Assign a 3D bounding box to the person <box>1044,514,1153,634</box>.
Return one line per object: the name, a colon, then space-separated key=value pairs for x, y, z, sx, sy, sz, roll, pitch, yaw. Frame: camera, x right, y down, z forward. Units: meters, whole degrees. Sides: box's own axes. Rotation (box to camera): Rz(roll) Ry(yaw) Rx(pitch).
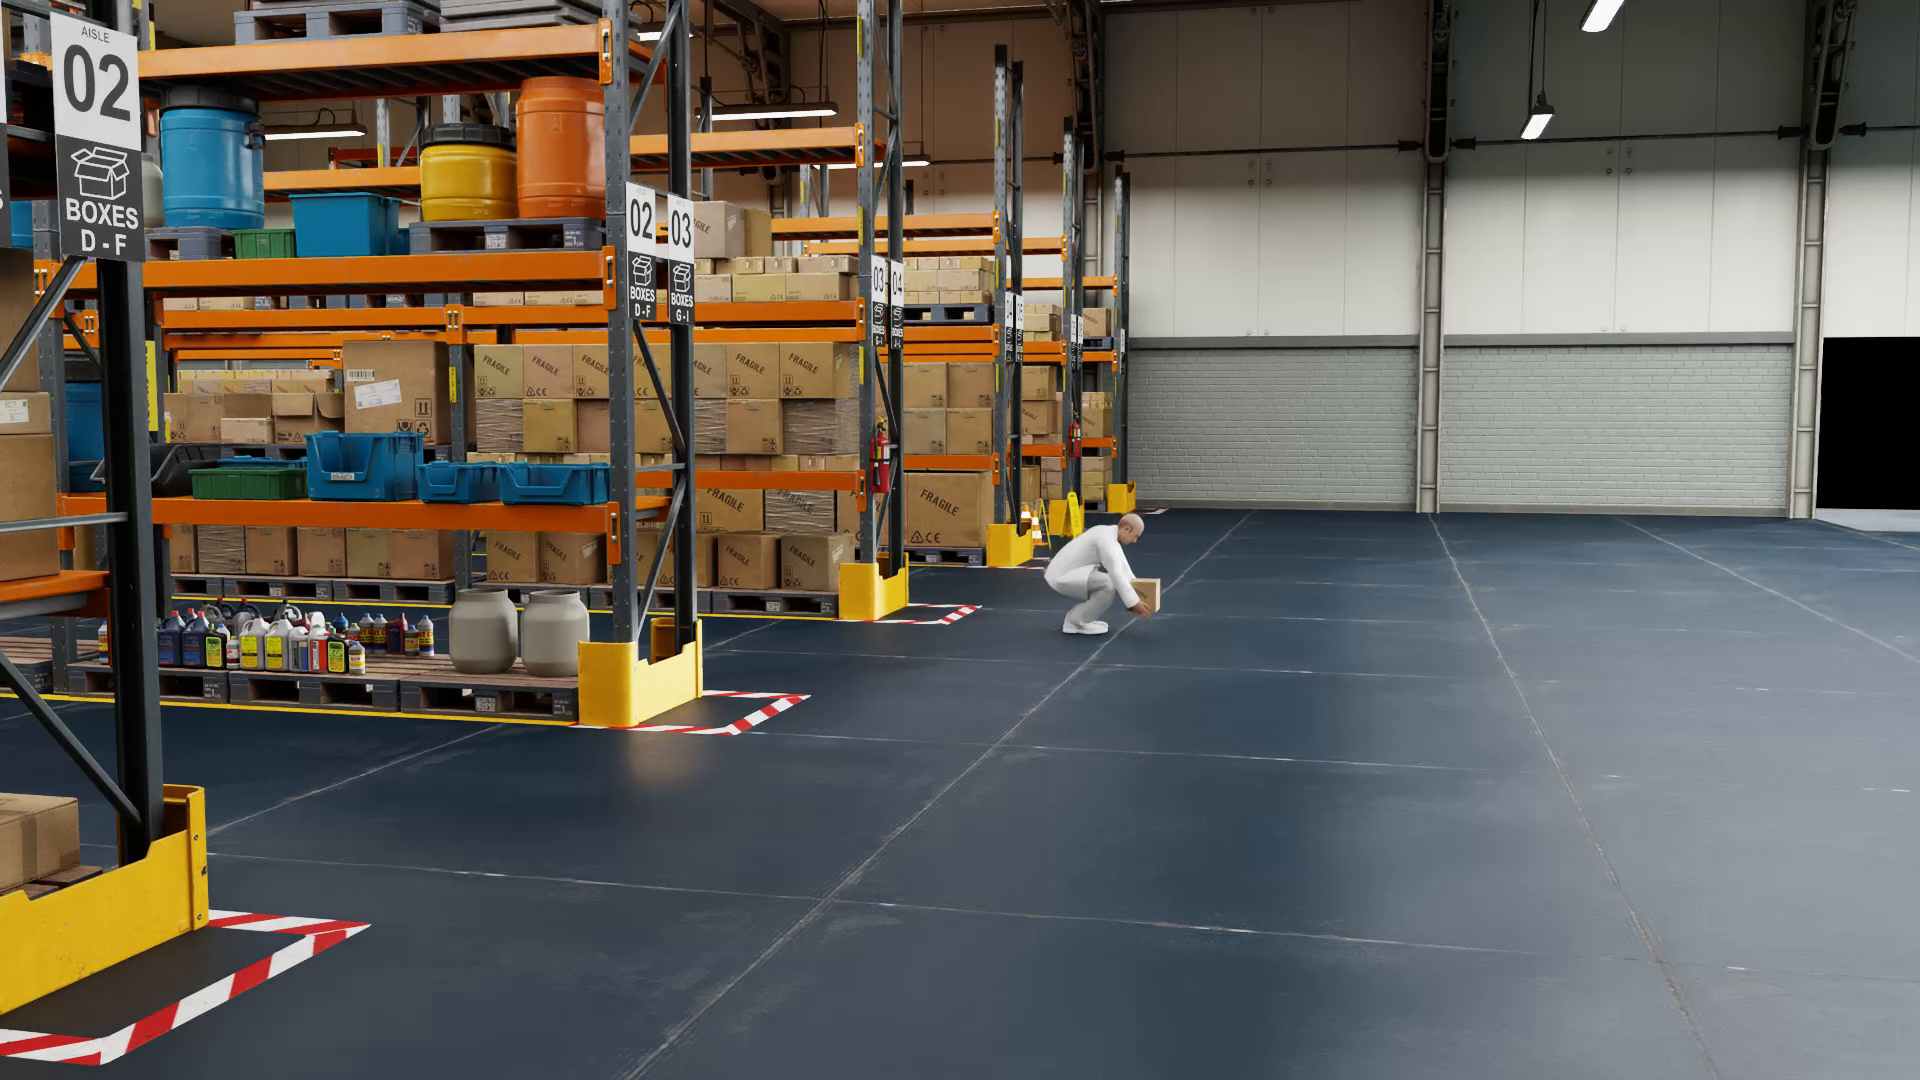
person: x=1.163 y=0.285 z=13.868 sx=0.912 sy=0.981 sz=0.607 roll=1 pitch=5 yaw=14
